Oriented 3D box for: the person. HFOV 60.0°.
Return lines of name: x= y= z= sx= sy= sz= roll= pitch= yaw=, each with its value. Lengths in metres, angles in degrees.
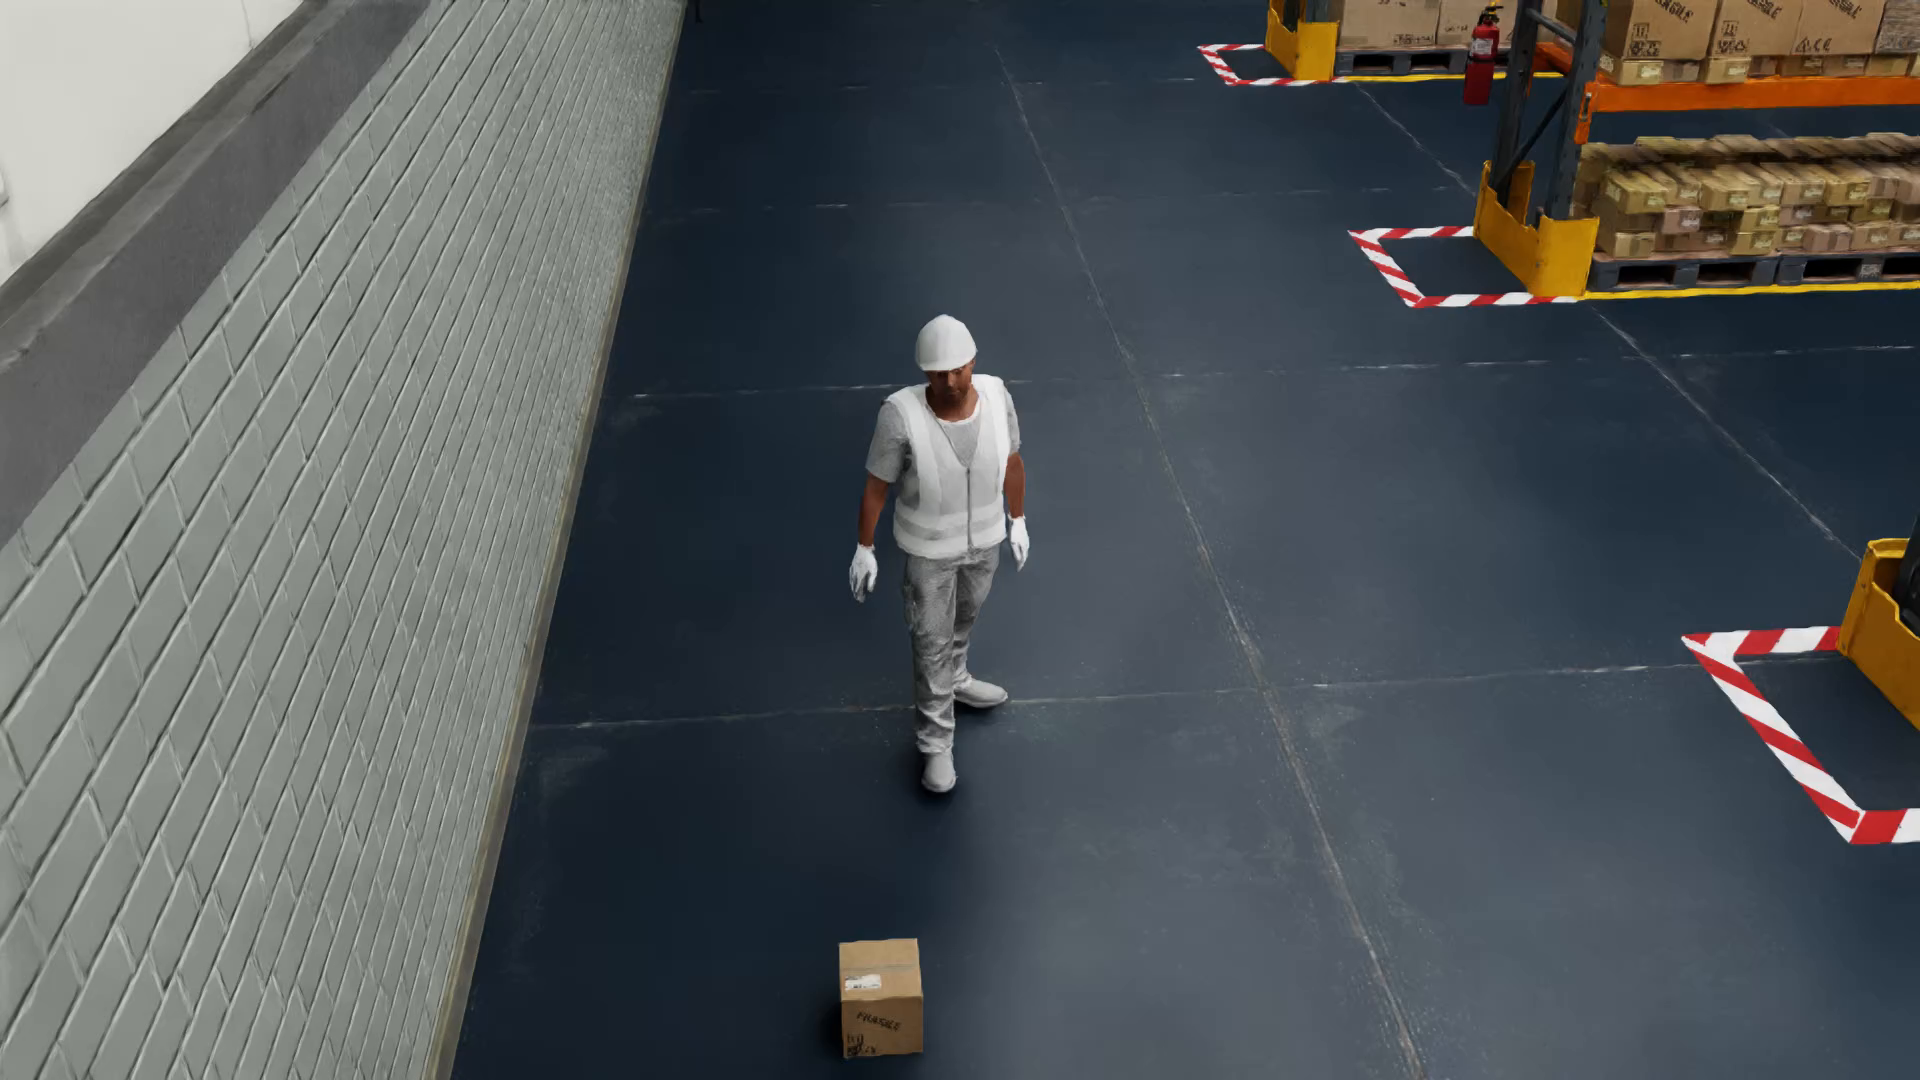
person: x=-0.055 y=0.029 z=6.052 sx=0.704 sy=1.786 sz=0.643 roll=-16 pitch=34 yaw=-24
